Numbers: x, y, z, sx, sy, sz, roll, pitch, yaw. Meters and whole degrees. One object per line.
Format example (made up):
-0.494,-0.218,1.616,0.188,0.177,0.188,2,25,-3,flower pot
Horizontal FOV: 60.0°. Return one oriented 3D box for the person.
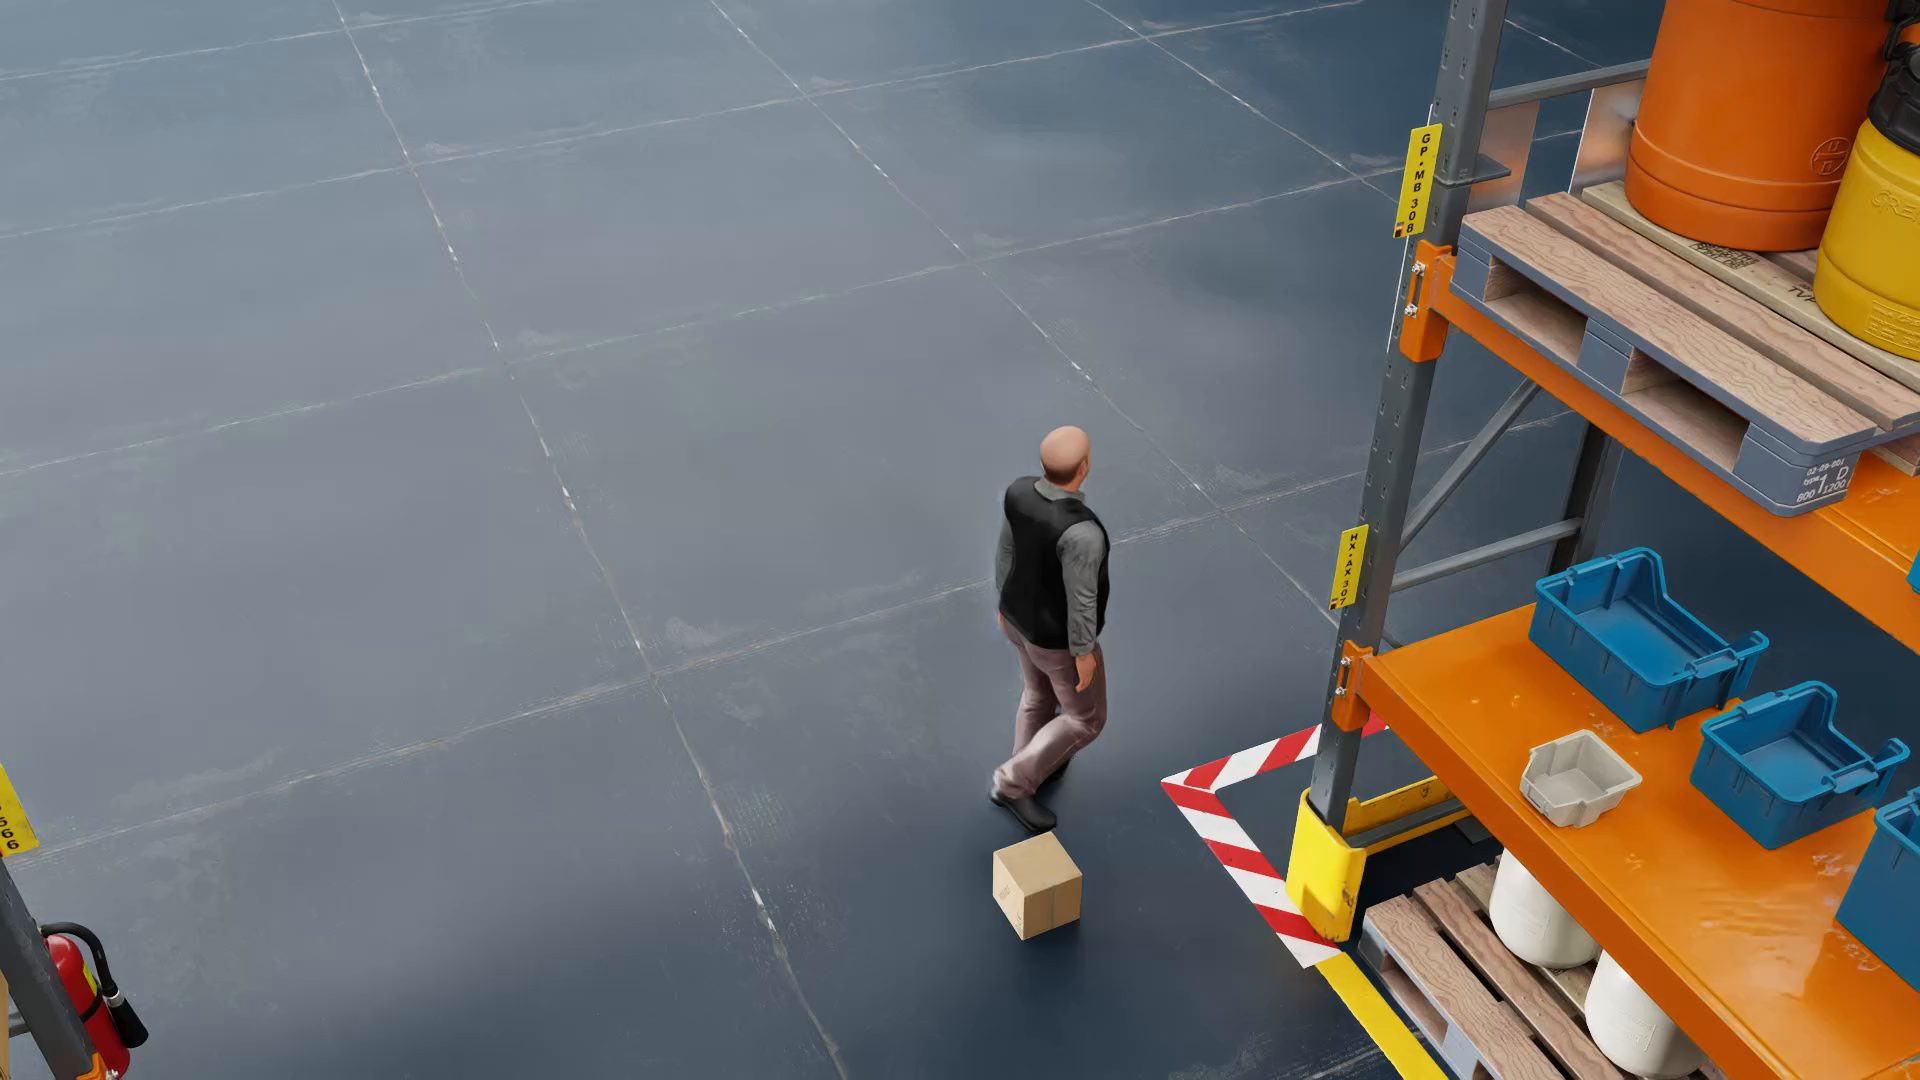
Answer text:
0.296,0.393,6.435,0.540,1.621,0.609,-21,42,-25,person
